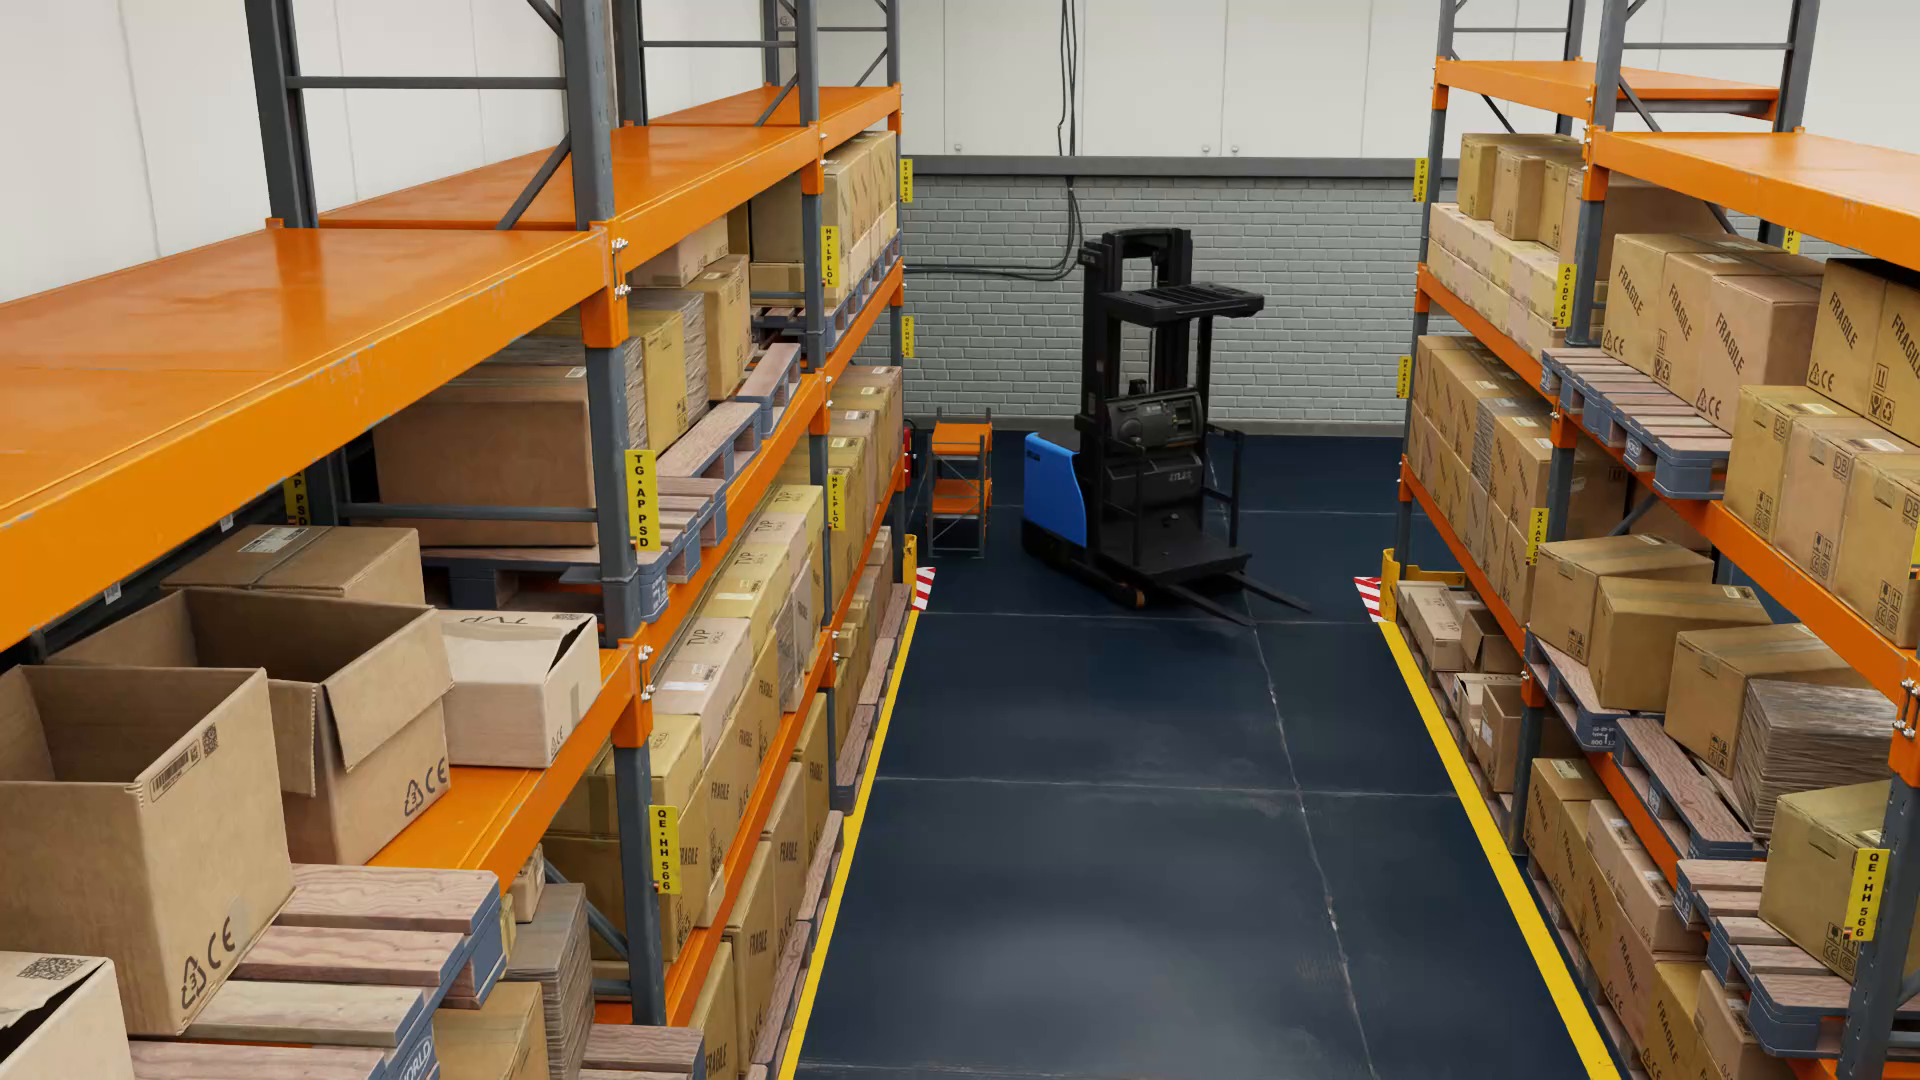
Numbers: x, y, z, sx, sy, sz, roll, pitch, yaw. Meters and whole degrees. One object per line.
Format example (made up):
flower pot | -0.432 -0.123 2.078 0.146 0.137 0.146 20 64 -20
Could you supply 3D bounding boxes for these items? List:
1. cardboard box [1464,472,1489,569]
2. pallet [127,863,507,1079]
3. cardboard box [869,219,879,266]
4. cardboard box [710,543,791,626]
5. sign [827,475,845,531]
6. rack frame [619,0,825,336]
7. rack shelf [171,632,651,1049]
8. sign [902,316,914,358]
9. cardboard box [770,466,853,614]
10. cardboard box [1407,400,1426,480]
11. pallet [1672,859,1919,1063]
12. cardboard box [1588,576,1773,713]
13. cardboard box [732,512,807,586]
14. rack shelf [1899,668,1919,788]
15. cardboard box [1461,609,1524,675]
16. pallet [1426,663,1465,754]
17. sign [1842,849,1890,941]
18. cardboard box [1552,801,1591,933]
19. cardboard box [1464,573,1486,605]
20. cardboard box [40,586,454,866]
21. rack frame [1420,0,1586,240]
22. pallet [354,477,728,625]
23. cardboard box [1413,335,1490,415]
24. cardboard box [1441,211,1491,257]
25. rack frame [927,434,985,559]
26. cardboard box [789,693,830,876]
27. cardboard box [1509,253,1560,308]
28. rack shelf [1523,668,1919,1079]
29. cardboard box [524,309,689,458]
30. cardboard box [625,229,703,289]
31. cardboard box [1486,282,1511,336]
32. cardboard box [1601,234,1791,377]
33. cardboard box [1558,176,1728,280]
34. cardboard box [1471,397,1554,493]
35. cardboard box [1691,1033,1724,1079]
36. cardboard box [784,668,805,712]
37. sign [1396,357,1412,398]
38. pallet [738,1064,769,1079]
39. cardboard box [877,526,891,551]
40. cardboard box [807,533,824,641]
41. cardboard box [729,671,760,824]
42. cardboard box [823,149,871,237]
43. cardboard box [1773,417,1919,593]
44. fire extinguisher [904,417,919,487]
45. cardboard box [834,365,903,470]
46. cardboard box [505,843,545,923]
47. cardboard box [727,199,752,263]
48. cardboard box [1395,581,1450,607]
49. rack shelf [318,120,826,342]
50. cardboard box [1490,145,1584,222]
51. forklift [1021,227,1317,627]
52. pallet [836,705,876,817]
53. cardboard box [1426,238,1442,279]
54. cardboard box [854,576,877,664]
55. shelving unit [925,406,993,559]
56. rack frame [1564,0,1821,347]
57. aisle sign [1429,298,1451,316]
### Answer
cardboard box | 3.551 -0.124 10.649 0.500 0.500 0.500 2 18 5
pallet | -1.592 0.932 3.072 1.213 0.211 1.003 1 18 4
cardboard box | -0.810 -1.992 11.099 0.500 0.250 0.500 1 18 2
cardboard box | -1.102 0.208 7.922 0.500 0.250 0.500 2 18 5
sign | -0.698 -0.208 9.336 0.100 0.325 0.005 1 18 4
rack frame | -1.240 -2.556 8.598 1.000 3.000 0.127 1 18 4
rack shelf | -1.670 1.075 3.490 1.077 0.370 4.000 1 18 4
sign | -0.413 -1.593 13.056 0.100 0.325 0.005 1 18 4
cardboard box | -1.185 -0.015 9.998 0.980 0.700 0.700 2 18 5
cardboard box | 3.693 -0.753 12.571 0.500 0.500 0.500 2 18 5
pallet | 3.393 1.526 6.084 1.213 0.211 1.003 1 18 4
cardboard box | 3.458 0.515 8.027 0.700 0.500 0.500 4 19 13
cardboard box | -1.065 0.050 8.406 0.500 0.250 0.500 2 18 5
rack shelf | 3.271 1.185 3.156 1.077 0.370 4.000 1 18 4
cardboard box | 3.830 0.798 11.299 0.797 0.503 0.637 1 18 4
pallet | 3.836 1.137 11.442 1.003 0.211 1.213 1 18 4
sign | 2.872 1.125 5.267 0.100 0.325 0.005 1 18 4
cardboard box | 3.396 1.694 8.570 0.500 0.500 0.500 2 18 5
cardboard box | 4.194 0.315 12.778 0.500 0.500 0.500 1 18 4
cardboard box | -1.712 0.454 4.032 0.797 0.503 0.637 4 19 12
rack frame | 3.988 -3.689 12.055 1.000 3.000 0.127 1 18 4
pallet | -1.534 0.001 5.917 1.213 0.211 1.003 2 18 6
cardboard box | 3.693 -1.228 12.415 0.500 0.500 0.500 2 18 6
cardboard box | 3.648 -2.121 11.525 0.500 0.250 0.500 1 18 4
rack frame | -0.036 -0.379 14.599 0.500 1.125 0.032 1 18 4
cardboard box | -1.157 1.322 9.176 0.750 0.750 0.750 1 18 5
cardboard box | 3.504 -1.499 9.629 0.500 0.250 0.500 1 18 4
rack shelf | 3.557 1.368 7.414 1.077 0.370 4.000 1 18 4
cardboard box | -1.511 -0.634 6.682 0.700 0.500 0.500 2 18 7
cardboard box | -1.459 -1.301 7.515 0.500 0.250 0.500 1 18 2
cardboard box | 3.544 -1.417 10.181 0.500 0.250 0.500 1 18 4
cardboard box | 3.591 -1.161 8.162 0.600 0.600 0.600 0 18 -1
cardboard box | 3.698 -1.695 9.023 0.700 0.500 0.500 1 18 4
cardboard box | 3.549 -0.597 10.487 0.500 0.500 0.500 1 18 4
cardboard box | 3.247 2.330 6.630 0.500 0.500 0.500 2 18 6
cardboard box | -1.001 0.758 8.490 0.380 0.149 0.250 1 18 4
sign | 3.446 -1.261 12.891 0.100 0.325 0.005 1 18 4
pallet | -1.395 2.619 6.917 1.003 0.211 1.213 1 18 4
cardboard box | -0.731 -0.003 12.742 0.380 0.149 0.250 1 18 3
cardboard box | -1.022 0.246 9.012 0.500 0.500 0.500 1 18 3
cardboard box | -1.154 0.877 7.084 0.500 0.500 0.500 1 18 4
cardboard box | -0.849 -2.191 10.503 0.500 0.500 0.500 1 18 4
cardboard box | 3.448 -0.121 5.823 0.910 0.500 0.500 1 18 4
fire extinguisher | -0.482 -0.770 13.505 0.296 0.674 0.183 1 18 4
cardboard box | -0.980 -0.931 12.792 0.980 0.700 0.700 2 18 6
cardboard box | -1.522 1.081 5.226 0.380 0.149 0.250 -1 18 -3
cardboard box | -1.423 -1.885 9.568 0.500 0.500 0.500 1 18 3
cardboard box | 3.615 0.430 12.991 0.380 0.149 0.250 1 18 4
rack shelf | -1.384 -1.403 6.876 1.077 0.370 4.000 1 18 4
cardboard box | 3.918 -2.315 10.913 0.700 0.500 0.500 1 18 4
forklift | 1.722 -0.989 13.563 1.130 2.935 3.031 -10 21 -28
pallet | -1.108 1.386 10.681 1.003 0.211 1.213 1 18 4
cardboard box | 3.697 -2.038 12.076 0.500 0.250 0.500 1 18 4
cardboard box | -0.975 0.572 12.026 0.700 0.500 0.500 1 18 2
shelving unit | 0.000 -0.537 15.081 0.538 1.125 1.048 1 18 4
rack frame | 3.701 -2.446 8.264 1.000 3.000 0.127 1 18 4
aisle sign | 3.700 -2.101 12.669 0.394 0.787 0.004 1 18 4
